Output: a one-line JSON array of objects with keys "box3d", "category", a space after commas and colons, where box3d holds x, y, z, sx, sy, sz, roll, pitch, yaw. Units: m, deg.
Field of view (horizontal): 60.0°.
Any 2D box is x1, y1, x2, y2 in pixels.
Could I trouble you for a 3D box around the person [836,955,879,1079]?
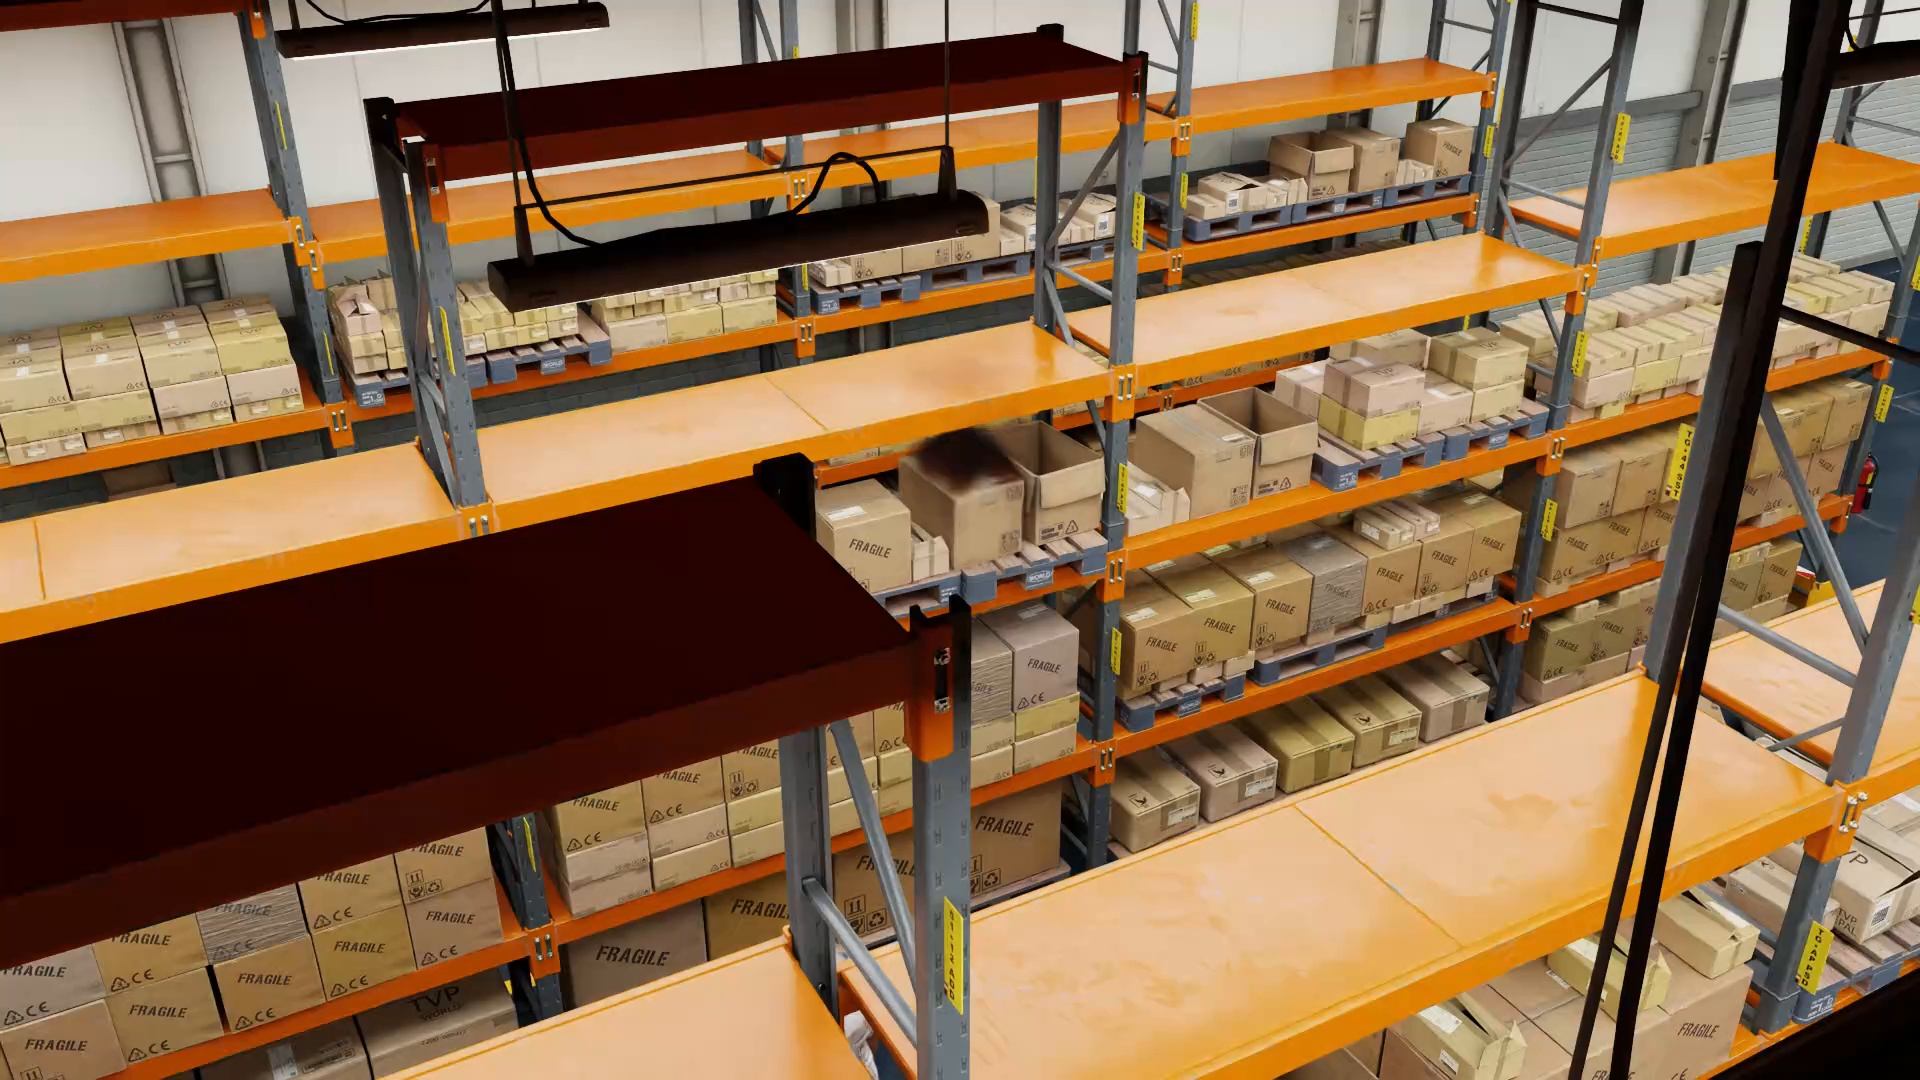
[{"box3d": [-0.675, 2.948, 8.950, 0.448, 1.765, 0.599, 18, 33, 30], "category": "person"}]
